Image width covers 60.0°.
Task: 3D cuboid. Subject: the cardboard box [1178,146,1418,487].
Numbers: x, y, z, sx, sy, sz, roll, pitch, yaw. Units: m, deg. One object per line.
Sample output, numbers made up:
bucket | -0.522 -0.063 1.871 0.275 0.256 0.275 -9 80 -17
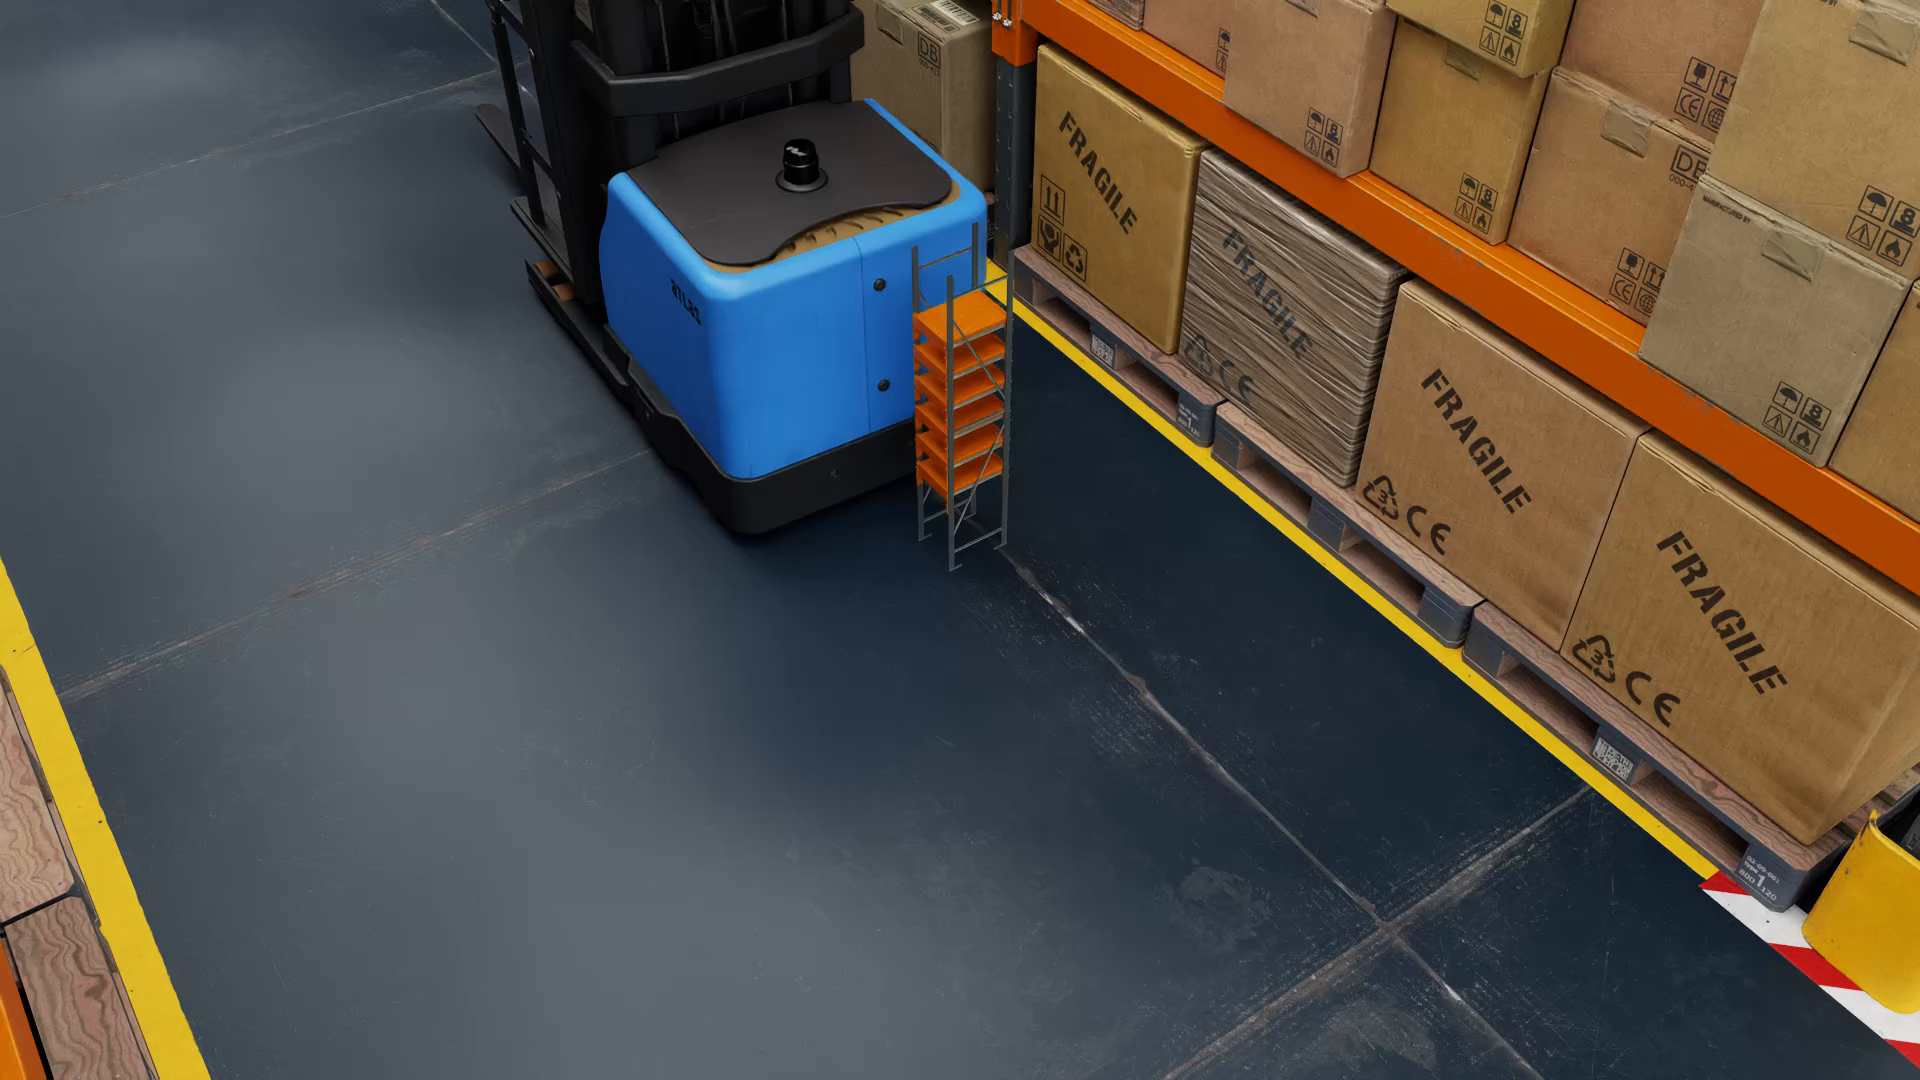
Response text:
cardboard box | 1.404 -0.902 5.757 0.875 0.875 0.875 -25 49 -24

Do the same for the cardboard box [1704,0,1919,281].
cardboard box | 2.300 -1.092 3.831 0.875 0.550 0.550 -26 49 -24

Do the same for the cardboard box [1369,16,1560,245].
cardboard box | 1.734 -1.346 4.879 0.875 0.550 0.500 -26 49 -24

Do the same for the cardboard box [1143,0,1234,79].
cardboard box | 1.136 -1.959 5.521 0.875 0.550 0.550 -26 49 -24

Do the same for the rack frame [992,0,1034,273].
rack frame | 0.582 -2.412 6.104 1.000 3.000 0.127 -26 49 -24

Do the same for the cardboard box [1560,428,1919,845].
cardboard box | 2.428 0.112 4.695 0.875 0.875 0.875 -25 49 -24

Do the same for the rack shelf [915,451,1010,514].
rack shelf | 0.008 -0.220 5.524 0.258 0.103 0.180 -26 49 -24

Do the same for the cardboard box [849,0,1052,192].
cardboard box | 0.153 -2.066 7.067 1.050 0.750 0.750 -26 49 -25

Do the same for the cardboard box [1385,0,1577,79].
cardboard box | 1.681 -1.711 4.480 0.875 0.550 0.500 -26 49 -24

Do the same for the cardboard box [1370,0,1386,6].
cardboard box | 1.371 -2.008 4.791 0.875 0.550 0.550 -26 49 -24

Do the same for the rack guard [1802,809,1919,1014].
rack guard | 2.884 0.771 4.580 1.175 0.500 0.348 -26 49 -24

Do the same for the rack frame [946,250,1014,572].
rack frame | 0.061 -0.374 5.273 0.240 1.200 0.006 -26 49 -24

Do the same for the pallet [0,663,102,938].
pallet | -3.130 0.865 4.691 1.003 0.211 1.213 -26 49 -24

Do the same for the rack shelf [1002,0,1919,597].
rack shelf | 1.726 -1.019 5.166 1.077 0.370 4.000 -26 49 -24

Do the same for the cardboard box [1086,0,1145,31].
cardboard box | 0.803 -2.262 5.838 0.875 0.550 0.550 -26 49 -24

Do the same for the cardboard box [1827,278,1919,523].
cardboard box | 2.621 -0.393 3.881 0.875 0.550 0.550 -26 49 -24

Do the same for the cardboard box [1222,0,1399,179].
cardboard box | 1.349 -1.607 5.152 0.875 0.550 0.550 -26 49 -24

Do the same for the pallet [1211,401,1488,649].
pallet | 1.655 -0.250 5.859 1.003 0.211 1.213 -26 49 -24

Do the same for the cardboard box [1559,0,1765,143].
cardboard box | 2.091 -1.462 4.219 0.875 0.550 0.550 -26 49 -24

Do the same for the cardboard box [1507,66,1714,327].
cardboard box | 2.071 -1.062 4.582 0.875 0.550 0.550 -26 49 -24

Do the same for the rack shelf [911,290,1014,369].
rack shelf | 0.008 -0.654 5.109 0.258 0.103 0.180 -26 49 -24

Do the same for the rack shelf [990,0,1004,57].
rack shelf | -0.562 -3.284 7.539 1.077 0.370 4.000 -26 49 -24

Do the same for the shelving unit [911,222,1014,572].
shelving unit | 0.008 -0.426 5.327 0.258 1.200 0.189 -26 49 -24

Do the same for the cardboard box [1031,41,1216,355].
cardboard box | 0.885 -1.411 6.291 0.875 0.875 0.875 -25 49 -24

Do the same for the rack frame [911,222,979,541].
rack frame | -0.044 -0.478 5.381 0.240 1.200 0.006 -26 49 -24

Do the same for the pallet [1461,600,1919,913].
pallet | 2.349 0.440 5.136 1.003 0.211 1.213 -26 49 -24

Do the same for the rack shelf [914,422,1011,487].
rack shelf | 0.008 -0.307 5.441 0.258 0.103 0.180 -26 49 -24

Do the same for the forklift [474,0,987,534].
forklift | -1.098 -2.079 5.805 1.130 2.935 3.031 -23 48 -22

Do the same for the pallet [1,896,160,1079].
pallet | -2.428 1.557 3.966 1.003 0.211 1.213 -26 49 -24

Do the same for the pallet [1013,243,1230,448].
pallet | 0.953 -0.942 6.583 1.003 0.211 1.213 -26 49 -24

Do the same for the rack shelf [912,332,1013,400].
rack shelf | 0.008 -0.567 5.192 0.258 0.103 0.180 -26 49 -24

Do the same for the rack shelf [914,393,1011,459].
rack shelf | 0.008 -0.394 5.358 0.258 0.103 0.180 -26 49 -24

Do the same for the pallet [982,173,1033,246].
pallet | 0.079 -1.810 7.493 1.003 0.211 1.213 -26 49 -24

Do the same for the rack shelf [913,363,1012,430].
rack shelf | 0.008 -0.480 5.275 0.258 0.103 0.180 -26 49 -24

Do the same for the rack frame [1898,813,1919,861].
rack frame | 2.871 -0.146 3.731 1.000 3.000 0.127 -26 49 -24

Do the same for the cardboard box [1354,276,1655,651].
cardboard box | 1.923 -0.385 5.216 0.875 0.875 0.875 -26 50 -25

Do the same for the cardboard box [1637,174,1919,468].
cardboard box | 2.289 -0.696 4.198 0.875 0.550 0.550 -26 49 -24
